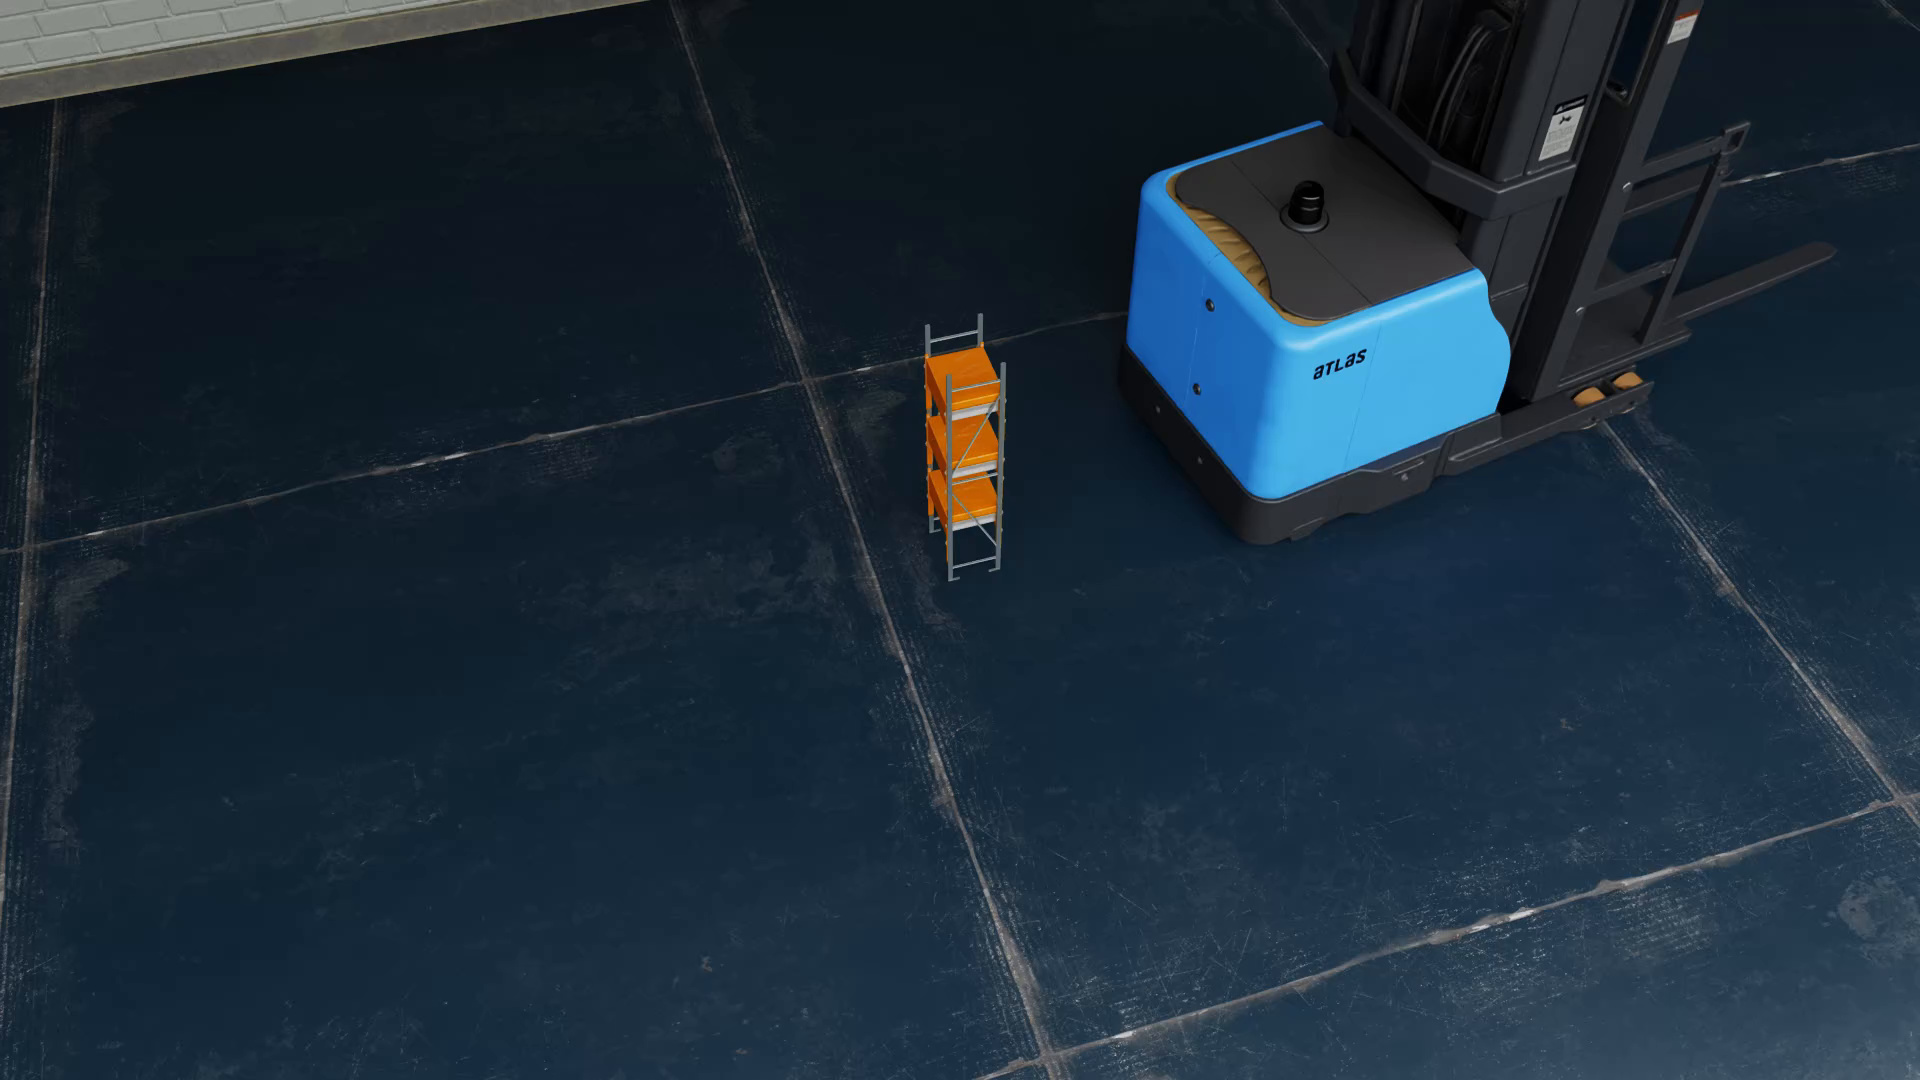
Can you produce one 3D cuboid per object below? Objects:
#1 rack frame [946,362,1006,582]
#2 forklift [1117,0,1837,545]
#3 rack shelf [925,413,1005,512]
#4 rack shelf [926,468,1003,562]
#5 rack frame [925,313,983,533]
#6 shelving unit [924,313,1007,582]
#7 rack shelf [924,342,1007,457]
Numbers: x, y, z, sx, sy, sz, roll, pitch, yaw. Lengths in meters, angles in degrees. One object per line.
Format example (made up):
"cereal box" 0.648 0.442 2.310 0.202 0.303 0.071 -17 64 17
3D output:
"rack frame" 0.052 -0.210 5.741 0.200 1.050 0.008 -13 51 -11
"forklift" 2.186 -1.728 5.790 3.031 2.935 1.130 -21 53 -17
"rack shelf" 0.016 -0.292 5.824 0.215 0.259 0.240 -13 51 -11
"rack shelf" 0.016 -0.113 6.036 0.215 0.259 0.240 -13 51 -11
"rack frame" -0.020 -0.388 5.891 0.200 1.050 0.008 -13 51 -11
"shelving unit" 0.016 -0.299 5.816 0.215 1.050 0.252 -13 51 -11
"rack shelf" 0.016 -0.475 5.607 0.215 0.259 0.240 -13 51 -11
